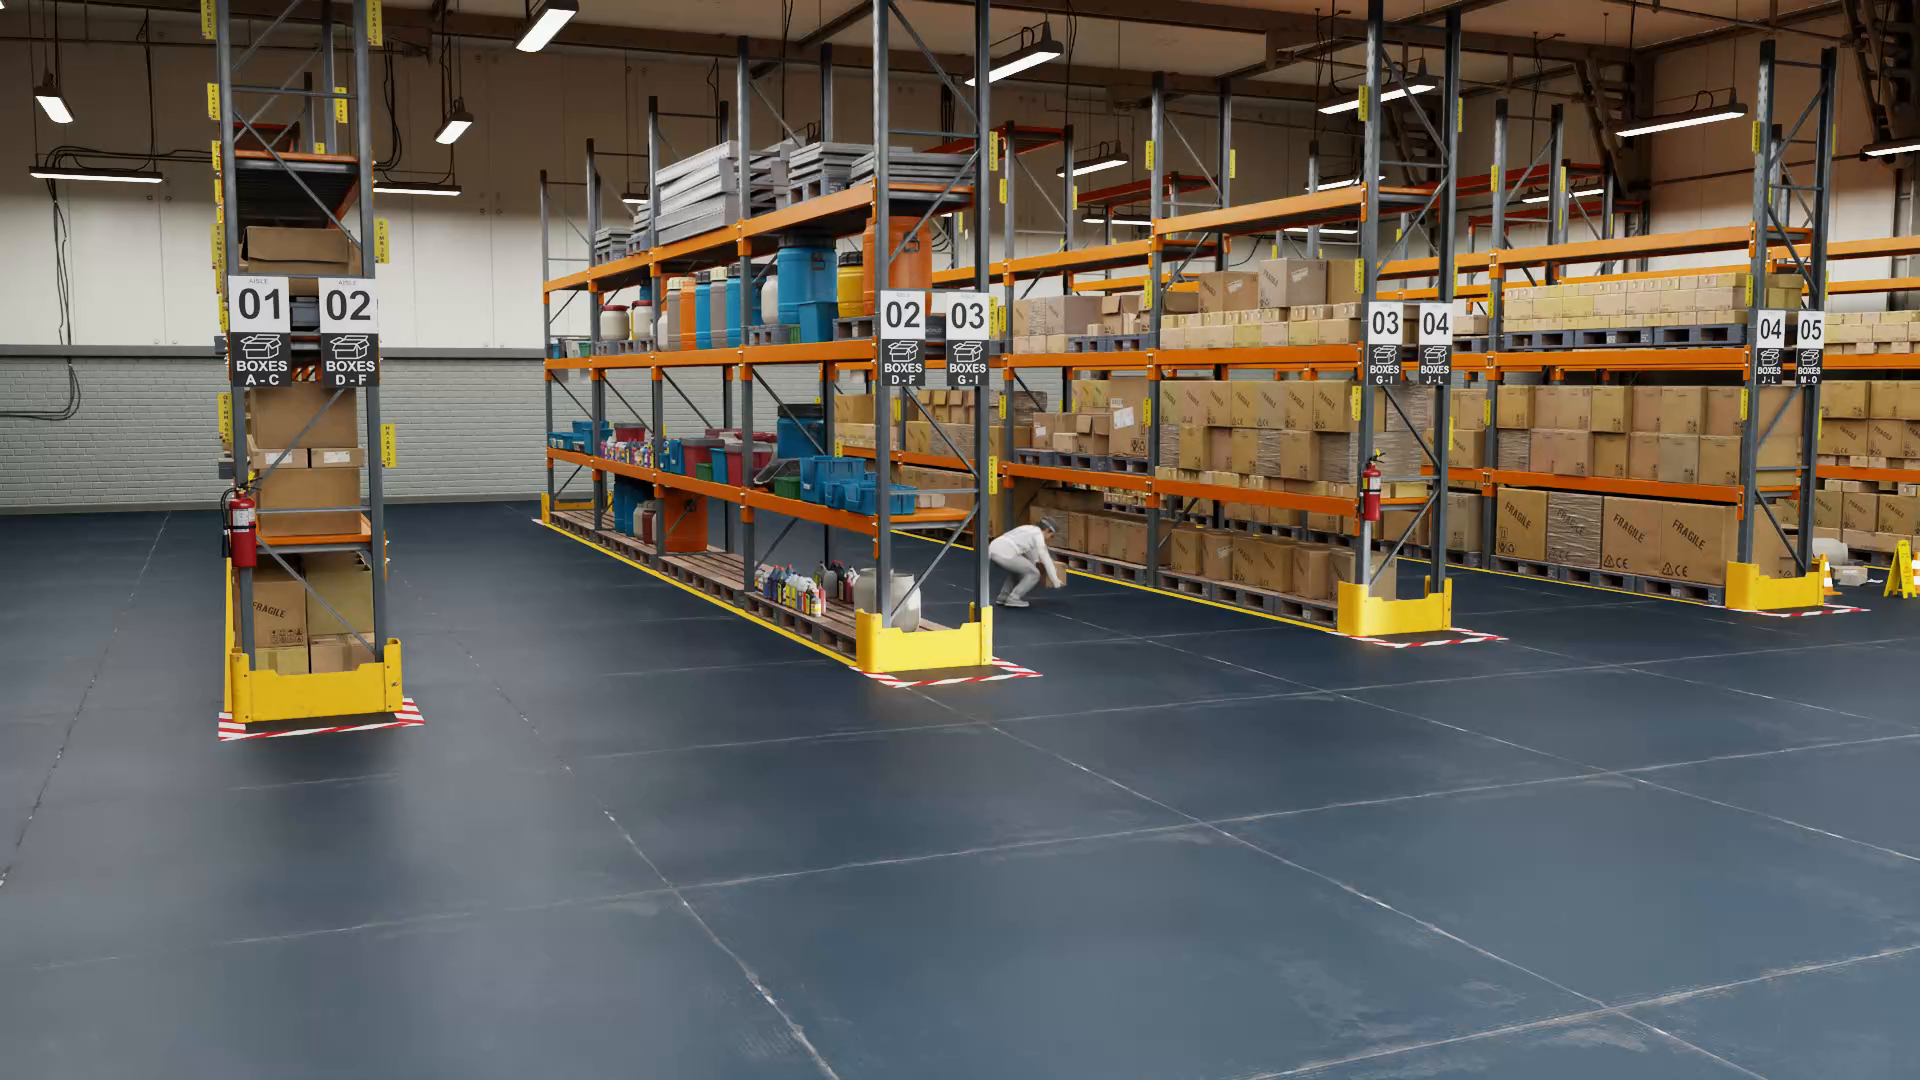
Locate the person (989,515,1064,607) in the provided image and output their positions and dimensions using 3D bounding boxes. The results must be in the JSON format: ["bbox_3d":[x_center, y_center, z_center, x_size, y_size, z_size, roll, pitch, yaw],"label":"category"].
[{"bbox_3d":[0.711,0.230,18.228,0.884,0.980,0.460,-3,6,-25],"label":"person"}]
